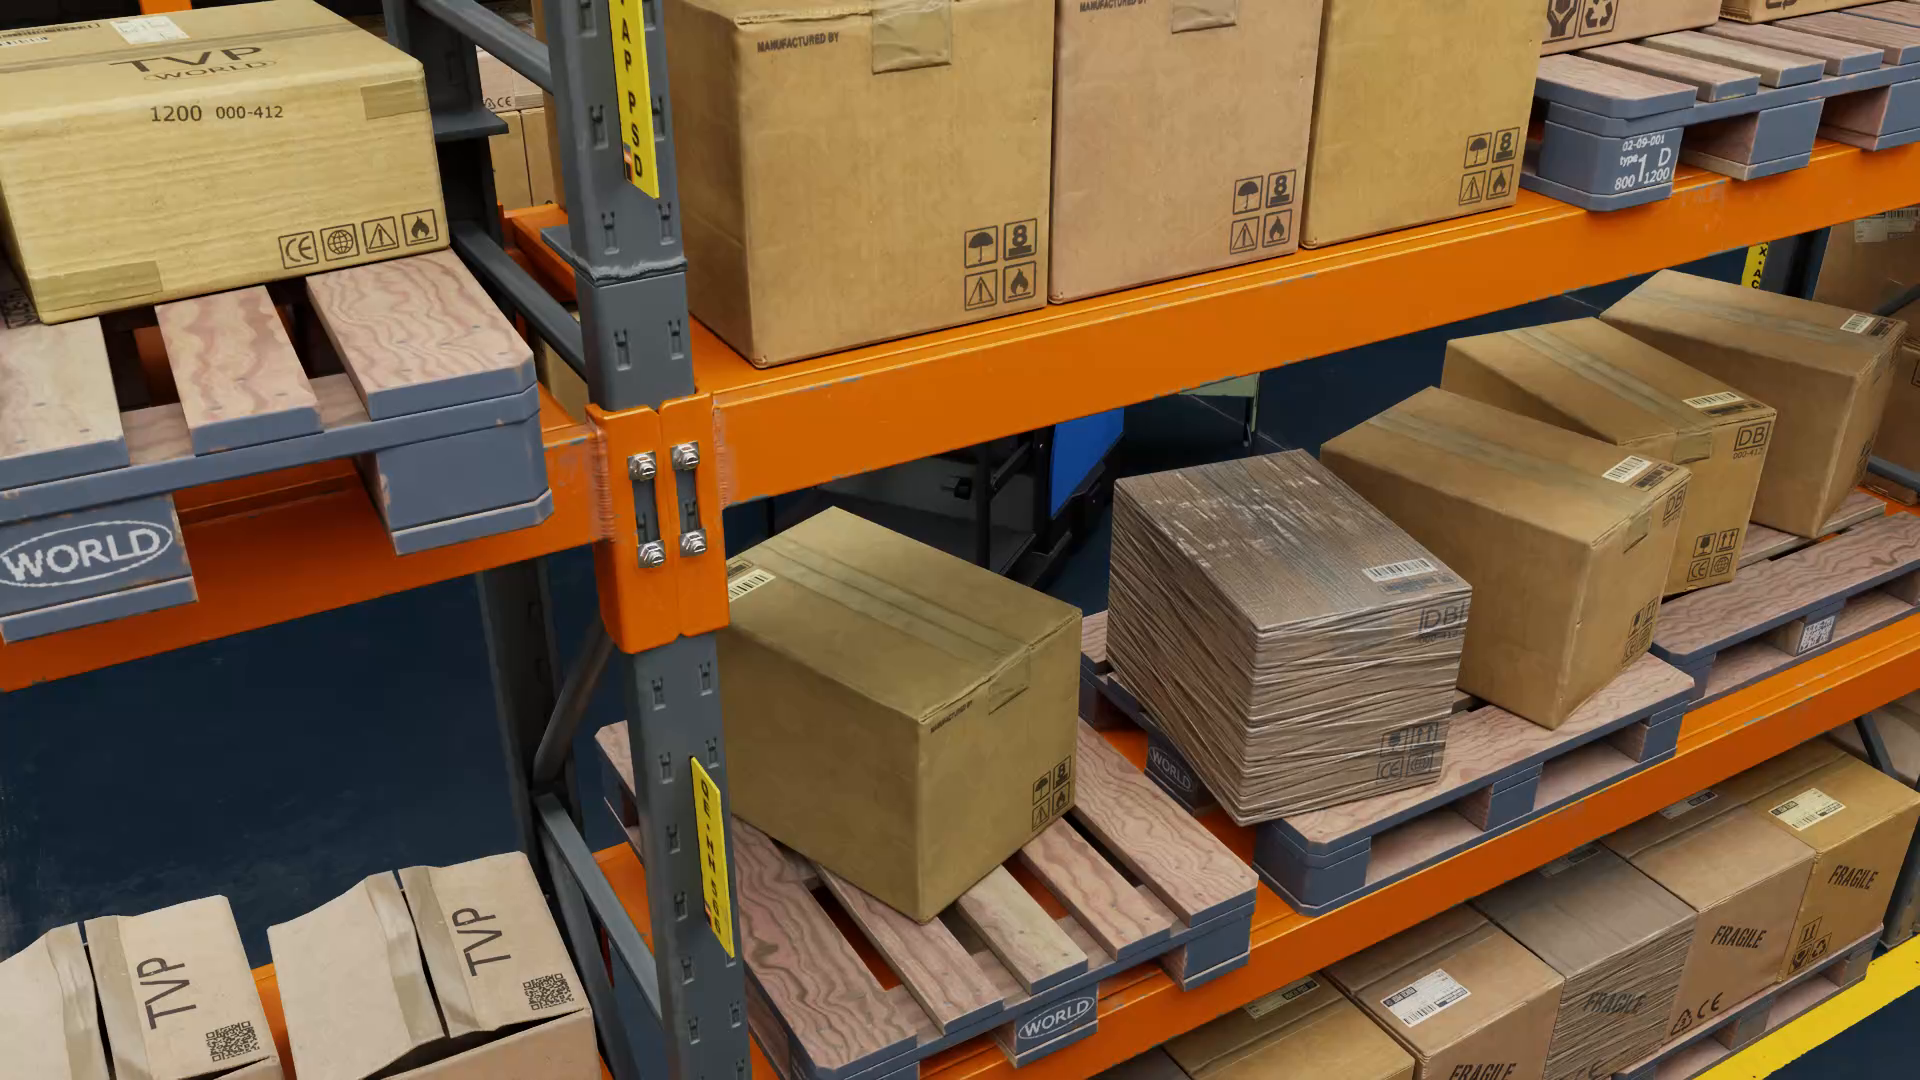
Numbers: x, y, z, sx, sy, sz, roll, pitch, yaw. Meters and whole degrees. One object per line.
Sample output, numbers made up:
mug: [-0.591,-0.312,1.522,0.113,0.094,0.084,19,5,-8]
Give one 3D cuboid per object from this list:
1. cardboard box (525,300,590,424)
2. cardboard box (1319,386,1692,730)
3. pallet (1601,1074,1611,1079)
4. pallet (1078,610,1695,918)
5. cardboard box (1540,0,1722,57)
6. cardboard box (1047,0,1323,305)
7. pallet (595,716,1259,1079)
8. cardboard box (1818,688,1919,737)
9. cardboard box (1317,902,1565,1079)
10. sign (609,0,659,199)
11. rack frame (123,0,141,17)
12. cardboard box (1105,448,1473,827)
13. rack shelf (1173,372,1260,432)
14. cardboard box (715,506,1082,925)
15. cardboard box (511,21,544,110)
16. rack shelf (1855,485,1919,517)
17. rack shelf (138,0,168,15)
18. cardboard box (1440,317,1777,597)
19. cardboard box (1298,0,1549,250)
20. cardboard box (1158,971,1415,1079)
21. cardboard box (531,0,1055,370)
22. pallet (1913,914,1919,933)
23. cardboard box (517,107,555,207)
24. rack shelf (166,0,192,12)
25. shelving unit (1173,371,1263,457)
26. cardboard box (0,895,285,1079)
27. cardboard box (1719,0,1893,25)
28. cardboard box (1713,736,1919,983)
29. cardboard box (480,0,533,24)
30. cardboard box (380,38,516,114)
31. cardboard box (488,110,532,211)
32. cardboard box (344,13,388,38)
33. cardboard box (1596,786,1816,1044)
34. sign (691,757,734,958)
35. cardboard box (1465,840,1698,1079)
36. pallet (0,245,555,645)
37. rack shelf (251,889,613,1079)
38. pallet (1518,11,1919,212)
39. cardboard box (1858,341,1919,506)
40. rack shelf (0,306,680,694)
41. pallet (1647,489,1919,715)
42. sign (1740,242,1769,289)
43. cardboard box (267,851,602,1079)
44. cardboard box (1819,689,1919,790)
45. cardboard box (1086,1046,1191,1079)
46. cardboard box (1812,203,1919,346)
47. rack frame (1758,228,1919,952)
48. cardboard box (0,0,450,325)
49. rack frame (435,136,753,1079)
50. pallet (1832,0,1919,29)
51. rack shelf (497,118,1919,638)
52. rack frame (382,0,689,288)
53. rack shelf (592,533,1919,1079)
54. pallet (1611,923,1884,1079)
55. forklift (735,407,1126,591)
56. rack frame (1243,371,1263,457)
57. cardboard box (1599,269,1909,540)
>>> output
cardboard box: [-1.718,-0.875,8.021,0.750,0.750,0.750,-16,33,-27]
cardboard box: [1.293,0.019,4.073,0.700,0.500,0.500,26,38,38]
pallet: [1.050,1.525,4.768,1.213,0.211,1.003,-16,33,-26]
pallet: [1.010,0.374,4.167,1.213,0.211,1.003,-16,33,-26]
cardboard box: [1.165,-1.376,3.393,0.600,0.600,0.600,-17,33,-28]
cardboard box: [0.135,-0.835,2.951,0.500,0.500,0.910,-16,33,-26]
pallet: [-0.115,0.657,3.654,1.003,0.211,1.213,-16,33,-26]
cardboard box: [3.132,0.433,5.993,0.500,0.500,0.500,-16,33,-26]
cardboard box: [1.204,1.296,4.429,0.500,0.500,0.500,-17,33,-28]
sign: [-0.390,-0.573,1.963,0.005,0.325,0.100,-16,33,-26]
rack frame: [-3.177,-1.295,6.992,0.127,3.000,1.000,-16,33,-26]
cardboard box: [0.707,0.195,3.755,0.500,0.500,0.700,-10,30,-17]
rack shelf: [1.110,-0.807,8.336,0.720,0.370,0.431,2,29,3]
cardboard box: [-0.178,0.339,3.493,0.700,0.500,0.500,22,36,34]
cardboard box: [-1.763,-2.066,7.180,0.500,0.250,0.500,-16,33,-26]
rack shelf: [4.509,-0.386,6.090,4.000,0.370,1.077,-16,33,-26]
rack shelf: [-4.901,-1.804,5.554,4.000,0.370,1.077,-16,33,-26]
cardboard box: [1.702,-0.222,4.509,0.500,0.500,0.700,-11,31,-19]
cardboard box: [0.583,-0.962,3.181,0.500,0.500,0.910,-16,33,-26]
cardboard box: [0.757,1.426,4.193,0.500,0.500,0.500,-16,33,-27]
cardboard box: [-0.305,-0.710,2.724,0.500,0.500,0.910,-16,33,-26]
pallet: [3.377,0.842,6.006,1.213,0.211,1.003,-16,33,-26]
cardboard box: [-1.744,-1.735,7.358,0.500,0.500,0.500,-16,33,-27]
rack shelf: [-1.452,-2.783,7.328,4.000,0.370,1.077,-16,33,-26]
shelving unit: [1.110,-1.093,8.178,0.755,1.500,0.431,2,29,3]
cardboard box: [-1.533,0.945,3.025,0.500,0.311,0.500,-16,33,-27]
cardboard box: [1.748,-1.530,3.673,0.600,0.600,0.600,-16,33,-27]
cardboard box: [2.504,0.931,5.091,0.500,0.500,0.500,-16,33,-27]
cardboard box: [-2.025,-2.275,7.559,0.500,0.250,0.500,-17,33,-28]
cardboard box: [-2.192,-1.942,6.956,0.500,0.250,0.500,-16,33,-27]
cardboard box: [-2.172,-1.614,7.139,0.500,0.500,0.500,-15,32,-25]
cardboard box: [-2.469,-2.150,7.334,0.500,0.250,0.500,-17,33,-28]
cardboard box: [2.074,1.048,4.878,0.500,0.500,0.500,-16,33,-26]
sign: [-0.380,0.491,2.557,0.005,0.325,0.100,-16,33,-26]
cardboard box: [1.641,1.171,4.656,0.500,0.500,0.500,-15,32,-26]
pallet: [-1.204,-0.260,2.207,1.003,0.211,1.213,-14,32,-24]
rack shelf: [-2.388,1.572,2.541,4.000,0.370,1.077,-16,33,-26]
pallet: [1.294,-1.057,3.651,1.003,0.211,1.213,-16,33,-26]
cardboard box: [3.086,-0.484,5.420,0.500,0.500,0.500,-15,32,-26]
rack shelf: [-2.388,0.259,1.816,4.000,0.370,1.077,-16,33,-26]
pallet: [2.040,0.023,4.803,1.213,0.211,1.003,-16,33,-26]
sign: [2.503,-0.815,5.226,0.005,0.325,0.100,-16,33,-26]
cardboard box: [-1.000,0.878,3.148,0.500,0.311,0.500,-14,32,-23]
cardboard box: [3.256,0.761,5.595,0.500,0.311,0.500,-16,33,-26]
cardboard box: [0.322,1.547,3.975,0.500,0.500,0.500,-17,33,-28]
cardboard box: [3.090,-0.925,5.183,0.500,0.500,0.500,-16,33,-26]
rack frame: [2.785,-0.211,5.029,0.127,3.000,1.000,-16,33,-26]
cardboard box: [-1.027,-0.529,2.221,0.500,0.250,0.500,-19,34,-30]
rack frame: [-0.664,0.768,3.254,0.127,3.000,1.000,-16,33,-26]
pallet: [2.187,-1.312,4.113,1.003,0.211,1.213,-16,33,-26]
rack shelf: [1.060,-0.720,3.591,4.000,0.370,1.077,-16,33,-26]
rack frame: [-0.664,-1.859,1.805,0.127,3.000,1.000,-16,33,-26]
rack shelf: [1.060,0.593,4.315,4.000,0.370,1.077,-16,33,-26]
pallet: [2.103,1.224,5.313,1.213,0.211,1.003,-16,33,-26]
forklift: [-0.253,-1.007,6.542,1.130,2.935,3.031,12,31,21]
rack frame: [1.475,-1.081,8.157,0.023,1.500,0.400,2,29,3]
cardboard box: [2.263,-0.416,4.862,0.700,0.500,0.500,22,36,34]
